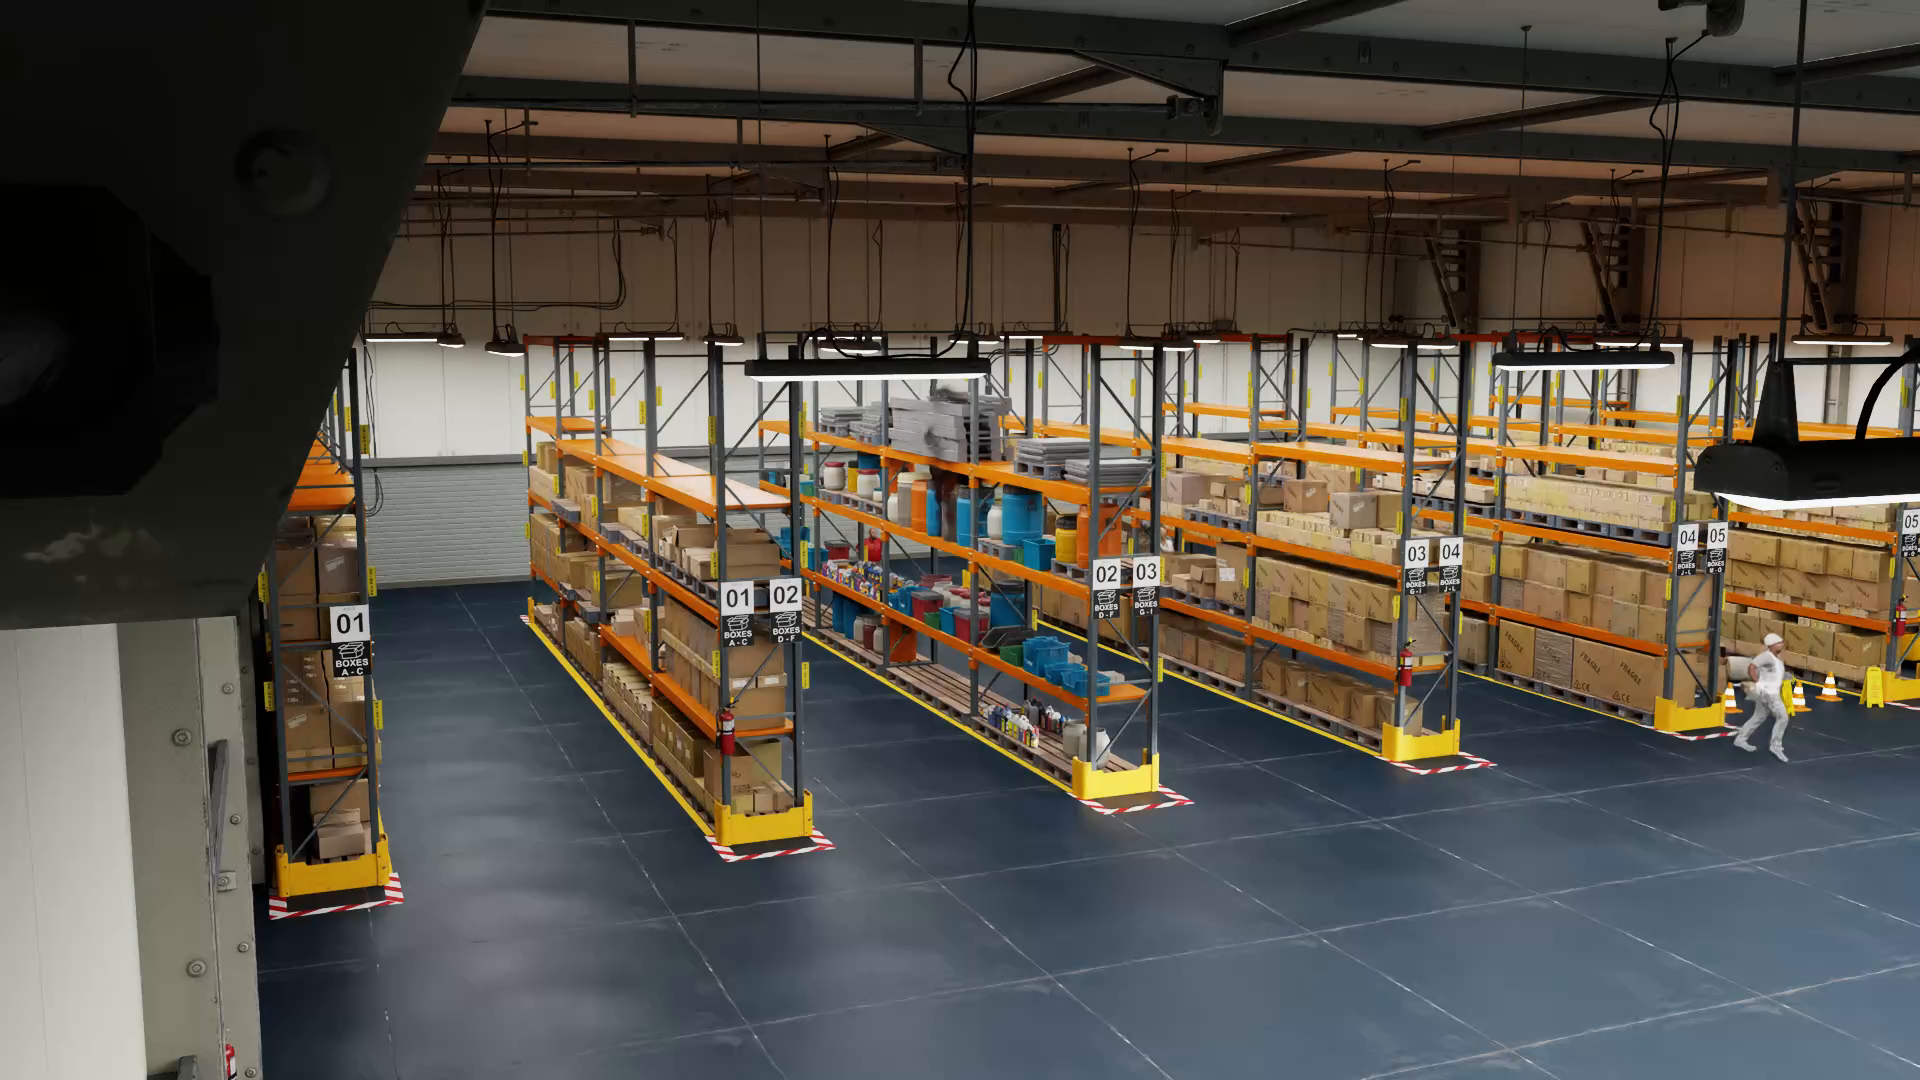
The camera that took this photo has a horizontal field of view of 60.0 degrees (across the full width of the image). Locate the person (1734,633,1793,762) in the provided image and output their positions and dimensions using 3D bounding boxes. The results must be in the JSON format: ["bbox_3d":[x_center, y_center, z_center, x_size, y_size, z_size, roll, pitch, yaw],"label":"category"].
[{"bbox_3d":[11.686,2.252,24.158,0.730,1.833,0.681,4,8,25],"label":"person"}]

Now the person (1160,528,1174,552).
[{"bbox_3d":[4.376,0.637,36.125,0.704,1.802,1.046,-3,8,-24],"label":"person"}]

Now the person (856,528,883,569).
[{"bbox_3d":[-1.924,0.611,36.727,0.661,1.791,0.806,-5,9,-35],"label":"person"}]

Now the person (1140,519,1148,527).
[{"bbox_3d":[4.504,0.099,41.131,0.782,1.627,0.541,-8,11,-44],"label":"person"}]
